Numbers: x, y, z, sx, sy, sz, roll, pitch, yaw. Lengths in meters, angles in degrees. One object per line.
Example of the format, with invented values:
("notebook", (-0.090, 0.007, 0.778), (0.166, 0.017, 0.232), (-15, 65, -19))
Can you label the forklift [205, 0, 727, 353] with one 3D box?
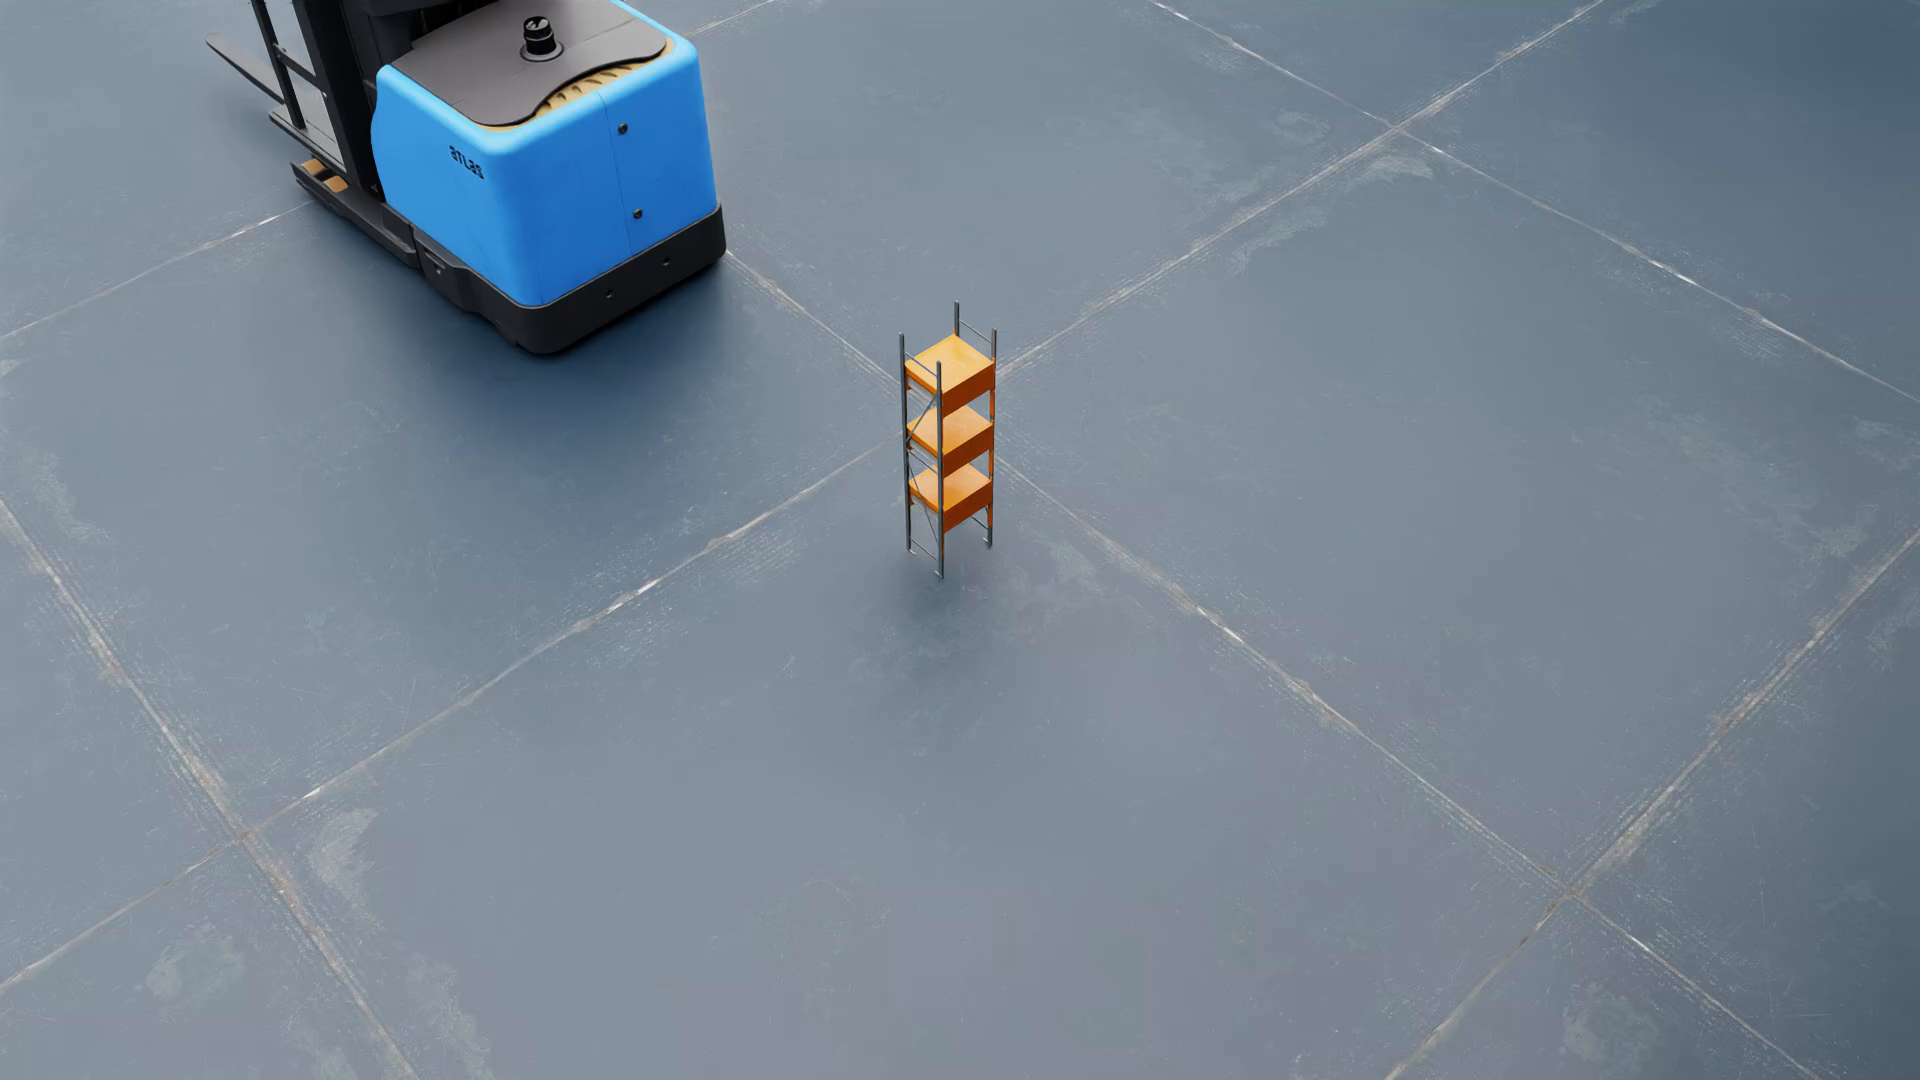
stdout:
("forklift", (-2.434, -2.736, 6.780), (3.031, 2.935, 1.130), (36, 57, 28))

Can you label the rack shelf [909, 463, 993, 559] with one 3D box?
("rack shelf", (-0.040, -0.134, 6.052), (0.240, 0.259, 0.215), (-34, 56, -27))

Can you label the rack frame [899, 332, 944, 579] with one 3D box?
("rack frame", (-0.130, -0.269, 5.784), (0.008, 1.050, 0.200), (-34, 56, -27))

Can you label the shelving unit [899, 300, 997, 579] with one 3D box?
("shelving unit", (-0.040, -0.330, 5.840), (0.252, 1.050, 0.215), (-34, 56, -27))

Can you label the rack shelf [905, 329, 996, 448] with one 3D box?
("rack shelf", (-0.040, -0.515, 5.639), (0.240, 0.259, 0.215), (-34, 56, -27))

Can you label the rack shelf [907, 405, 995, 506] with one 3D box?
("rack shelf", (-0.040, -0.322, 5.848), (0.240, 0.259, 0.215), (-34, 56, -27))

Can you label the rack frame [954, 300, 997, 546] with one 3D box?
("rack frame", (0.051, -0.390, 5.895), (0.008, 1.050, 0.200), (-34, 56, -27))
